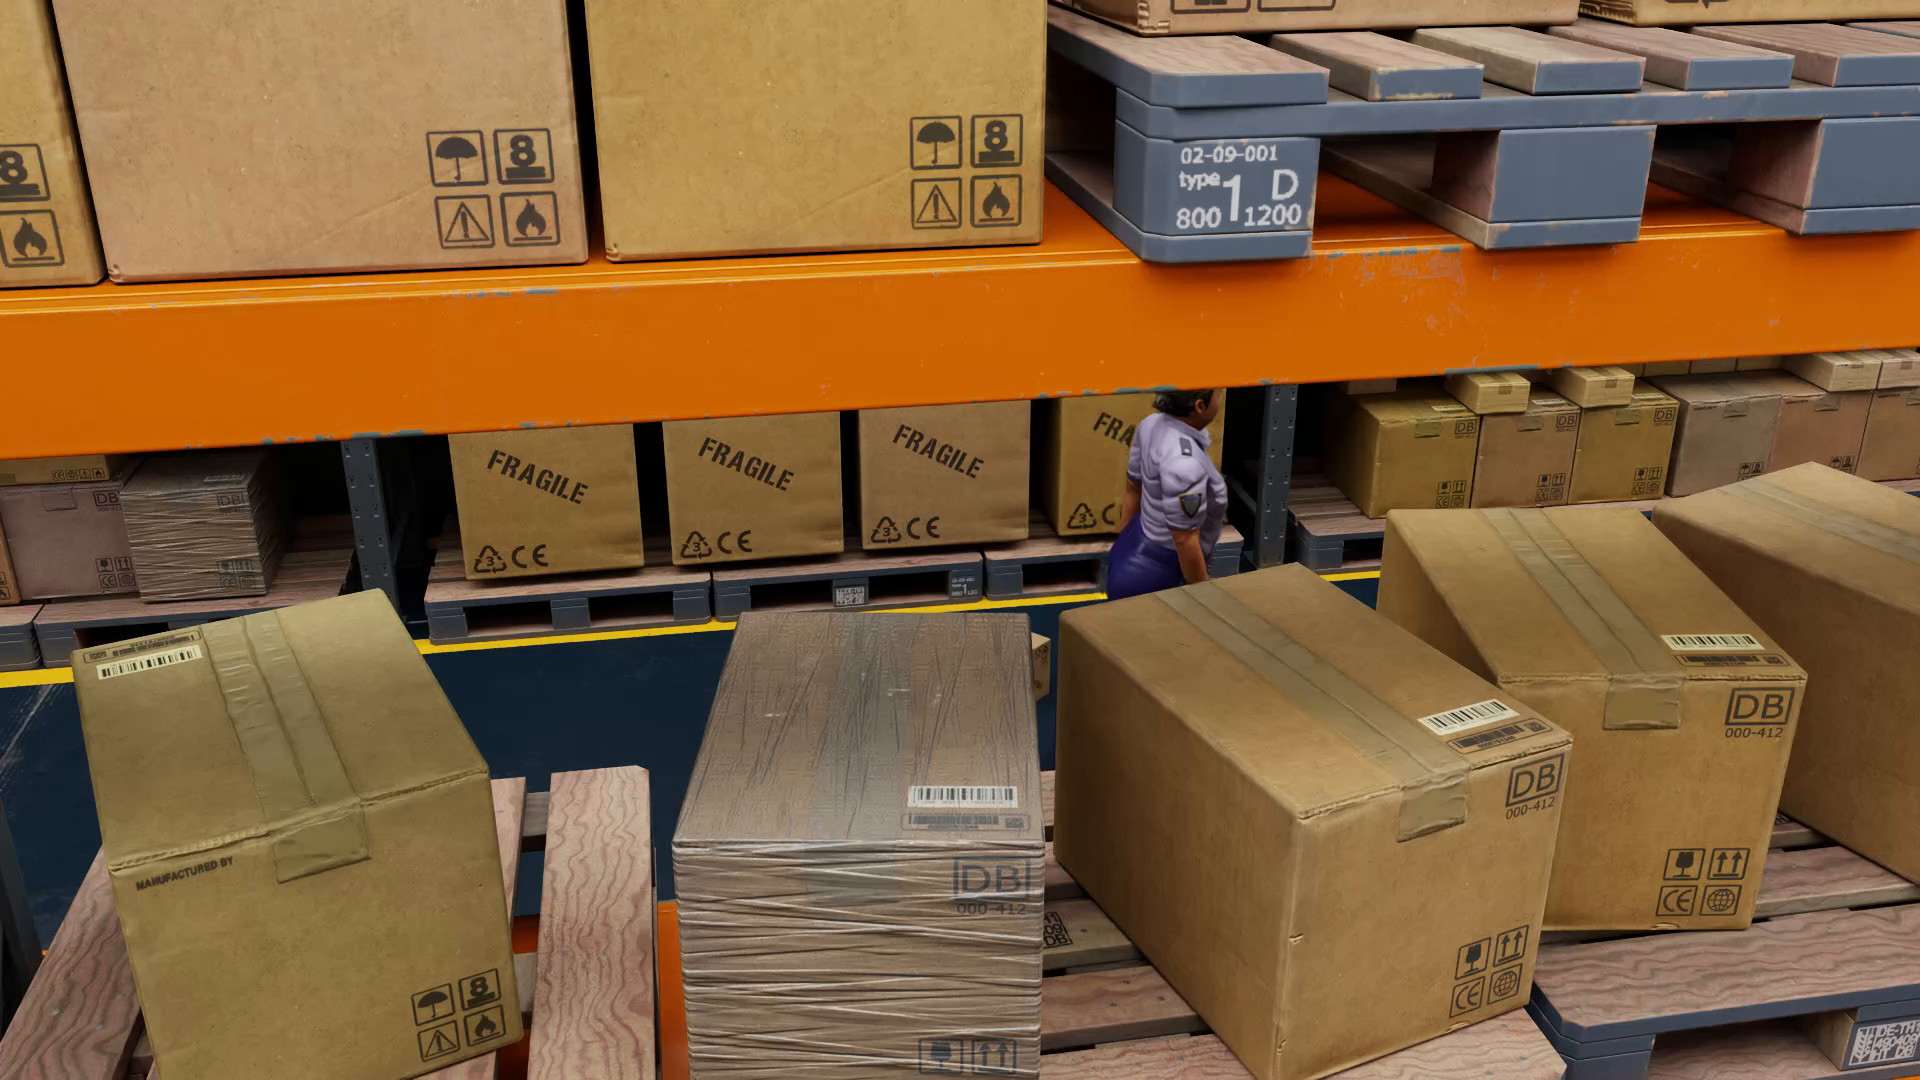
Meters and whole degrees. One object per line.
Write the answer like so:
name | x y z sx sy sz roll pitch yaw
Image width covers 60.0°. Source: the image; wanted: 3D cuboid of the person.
person | 0.731 0.145 5.789 0.783 1.640 0.494 1 23 2
